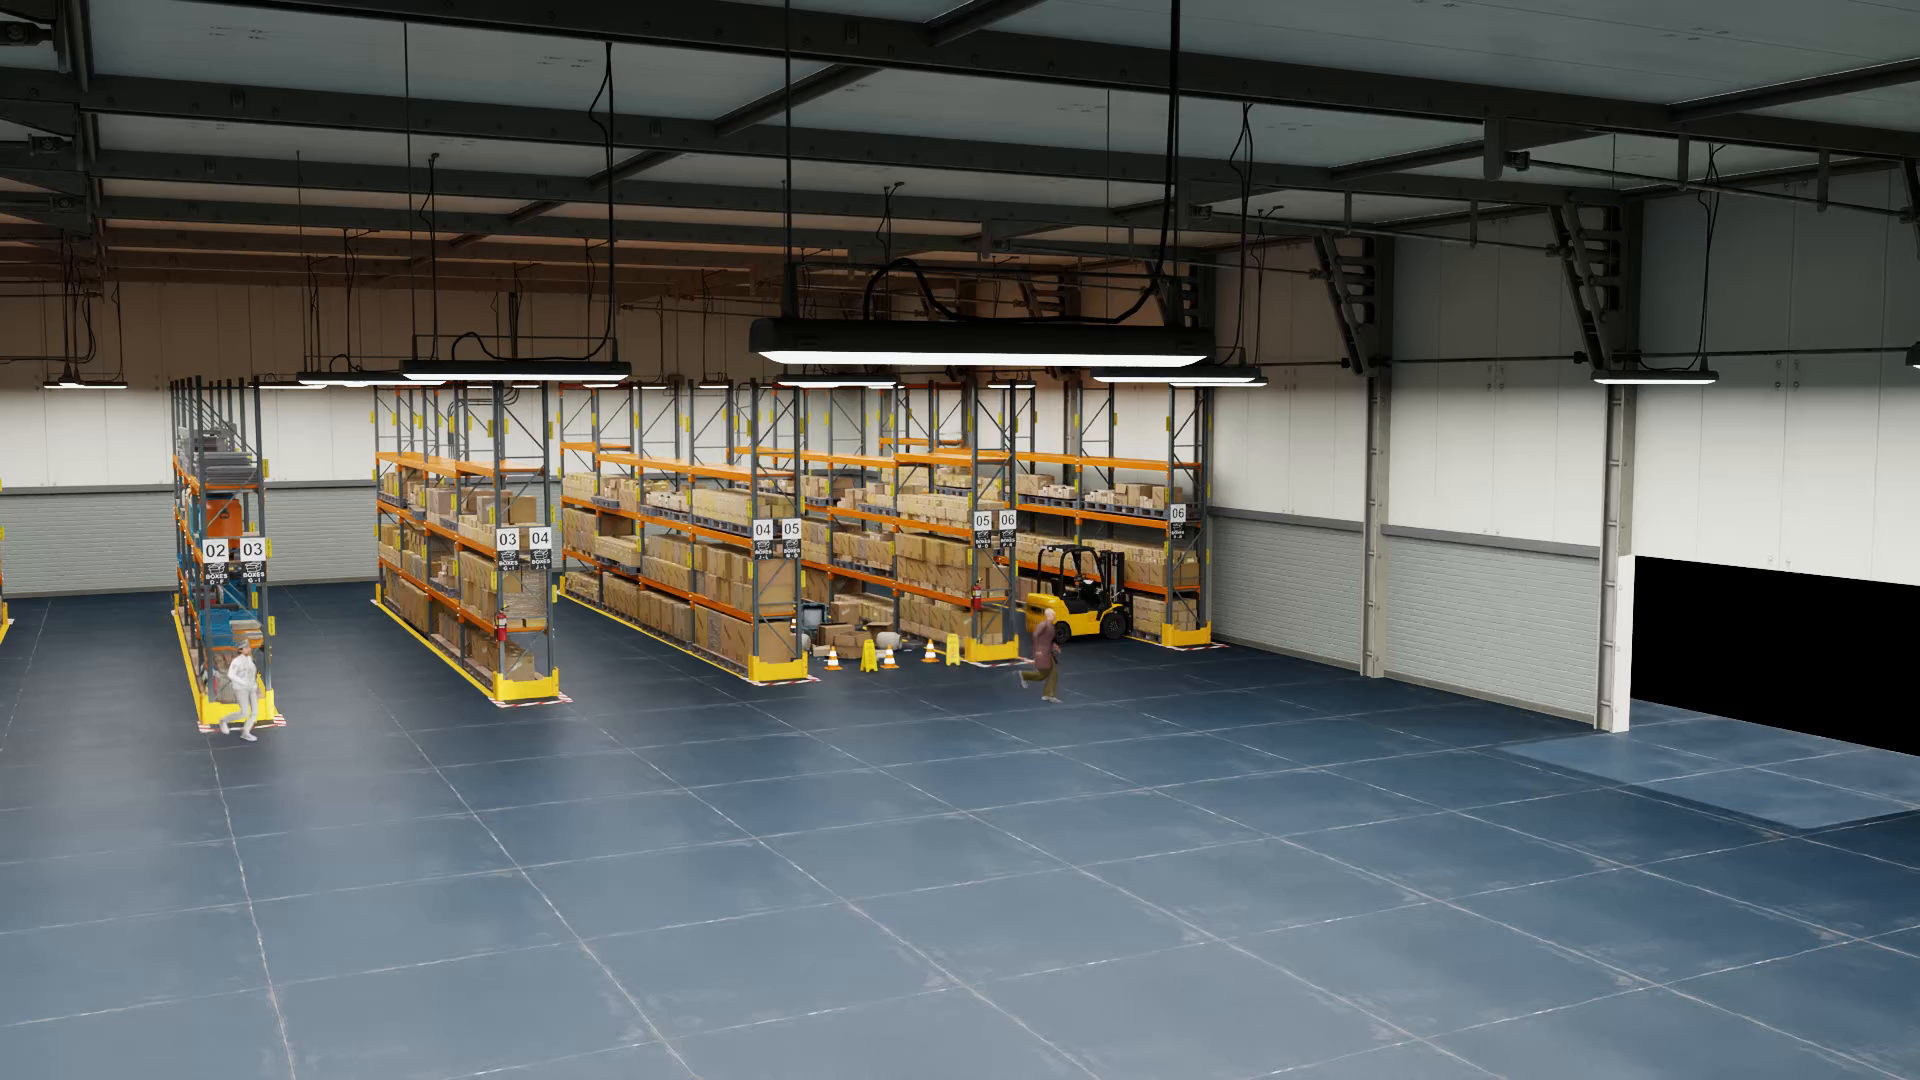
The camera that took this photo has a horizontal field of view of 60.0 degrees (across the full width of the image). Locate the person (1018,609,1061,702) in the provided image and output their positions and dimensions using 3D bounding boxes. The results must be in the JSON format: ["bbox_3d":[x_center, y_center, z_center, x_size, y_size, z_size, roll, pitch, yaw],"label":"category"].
[{"bbox_3d":[1.497,2.140,30.876,0.835,1.755,0.732,2,6,26],"label":"person"}]

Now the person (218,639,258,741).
[{"bbox_3d":[-11.890,2.470,27.496,0.638,1.657,0.642,1,5,10],"label":"person"}]
